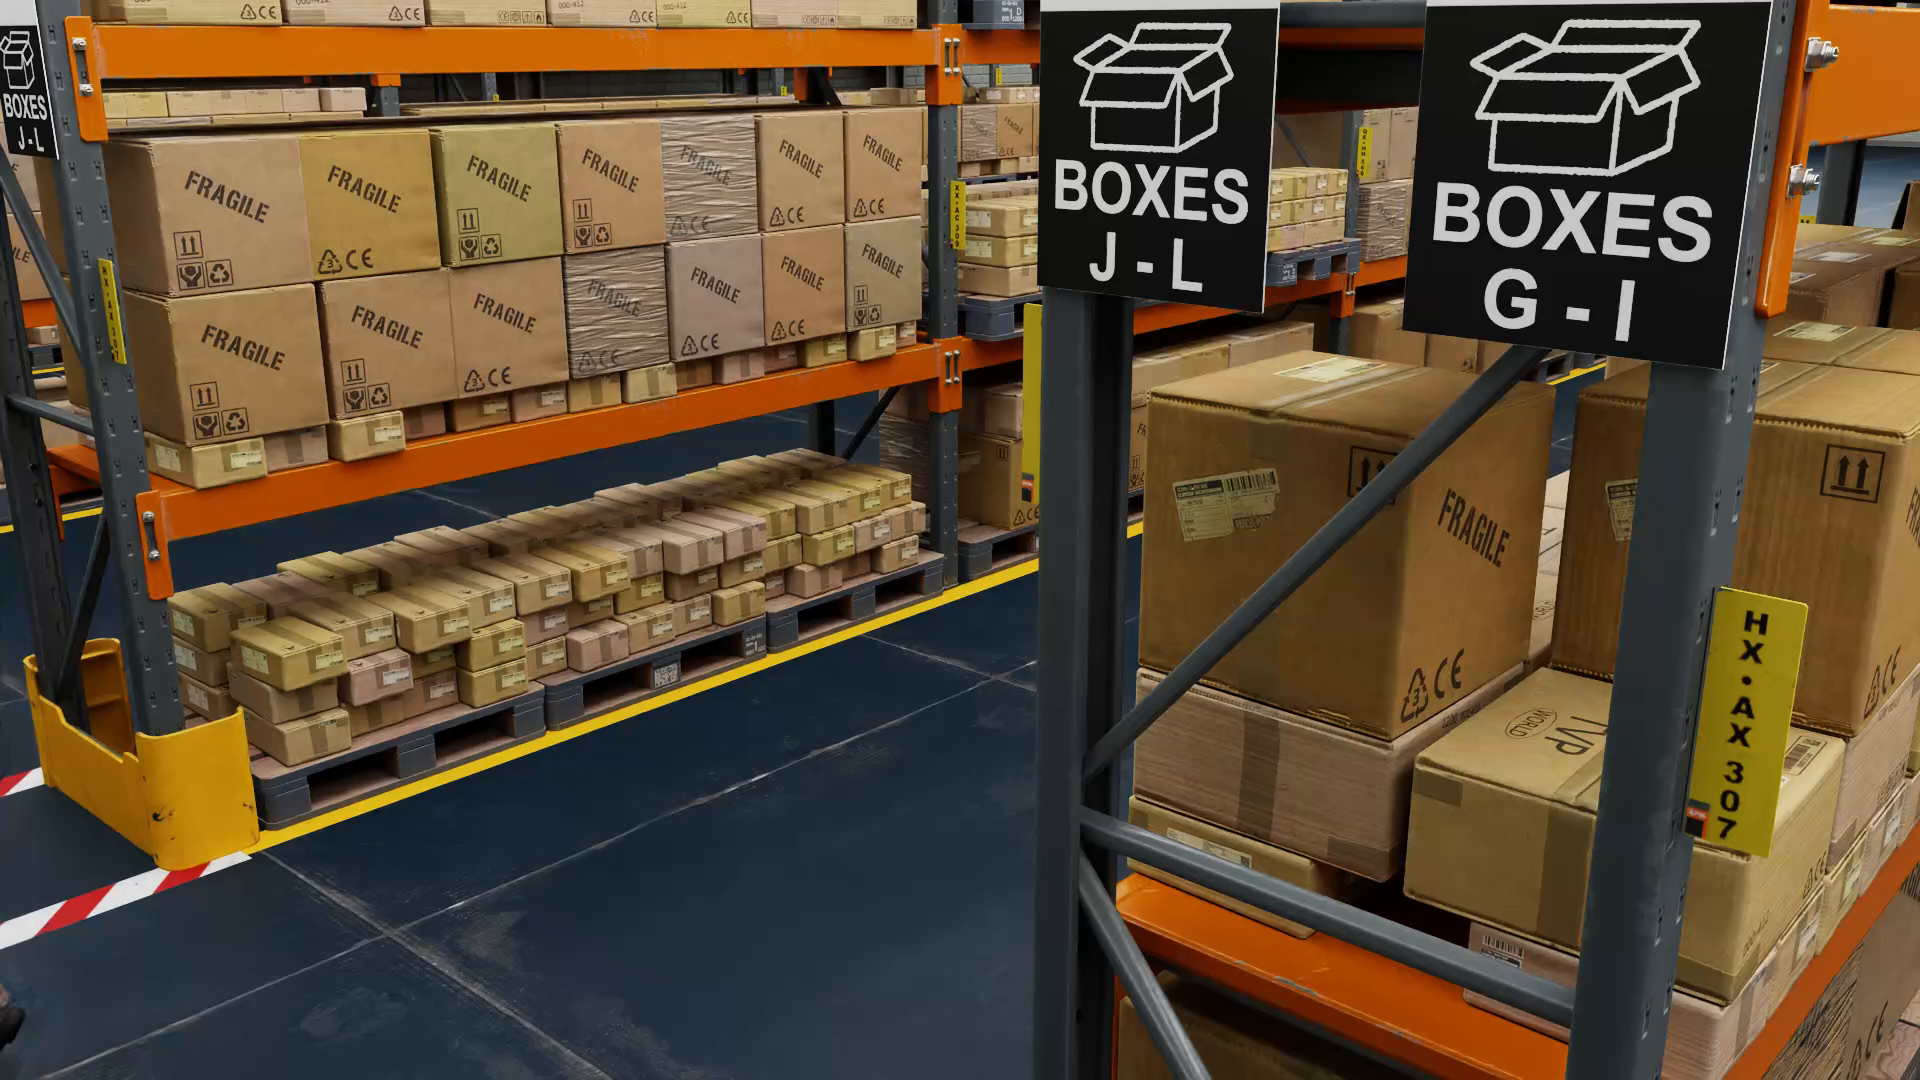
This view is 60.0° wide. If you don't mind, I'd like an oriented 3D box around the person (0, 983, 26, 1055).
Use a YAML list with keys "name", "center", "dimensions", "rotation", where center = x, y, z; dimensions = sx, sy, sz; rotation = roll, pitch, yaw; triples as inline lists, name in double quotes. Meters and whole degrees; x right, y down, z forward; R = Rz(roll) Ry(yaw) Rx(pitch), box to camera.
- name: "person"
  center: [-2.823, 0.665, 4.475]
  dimensions: [0.502, 1.651, 0.687]
  rotation: [-6, 18, -18]
